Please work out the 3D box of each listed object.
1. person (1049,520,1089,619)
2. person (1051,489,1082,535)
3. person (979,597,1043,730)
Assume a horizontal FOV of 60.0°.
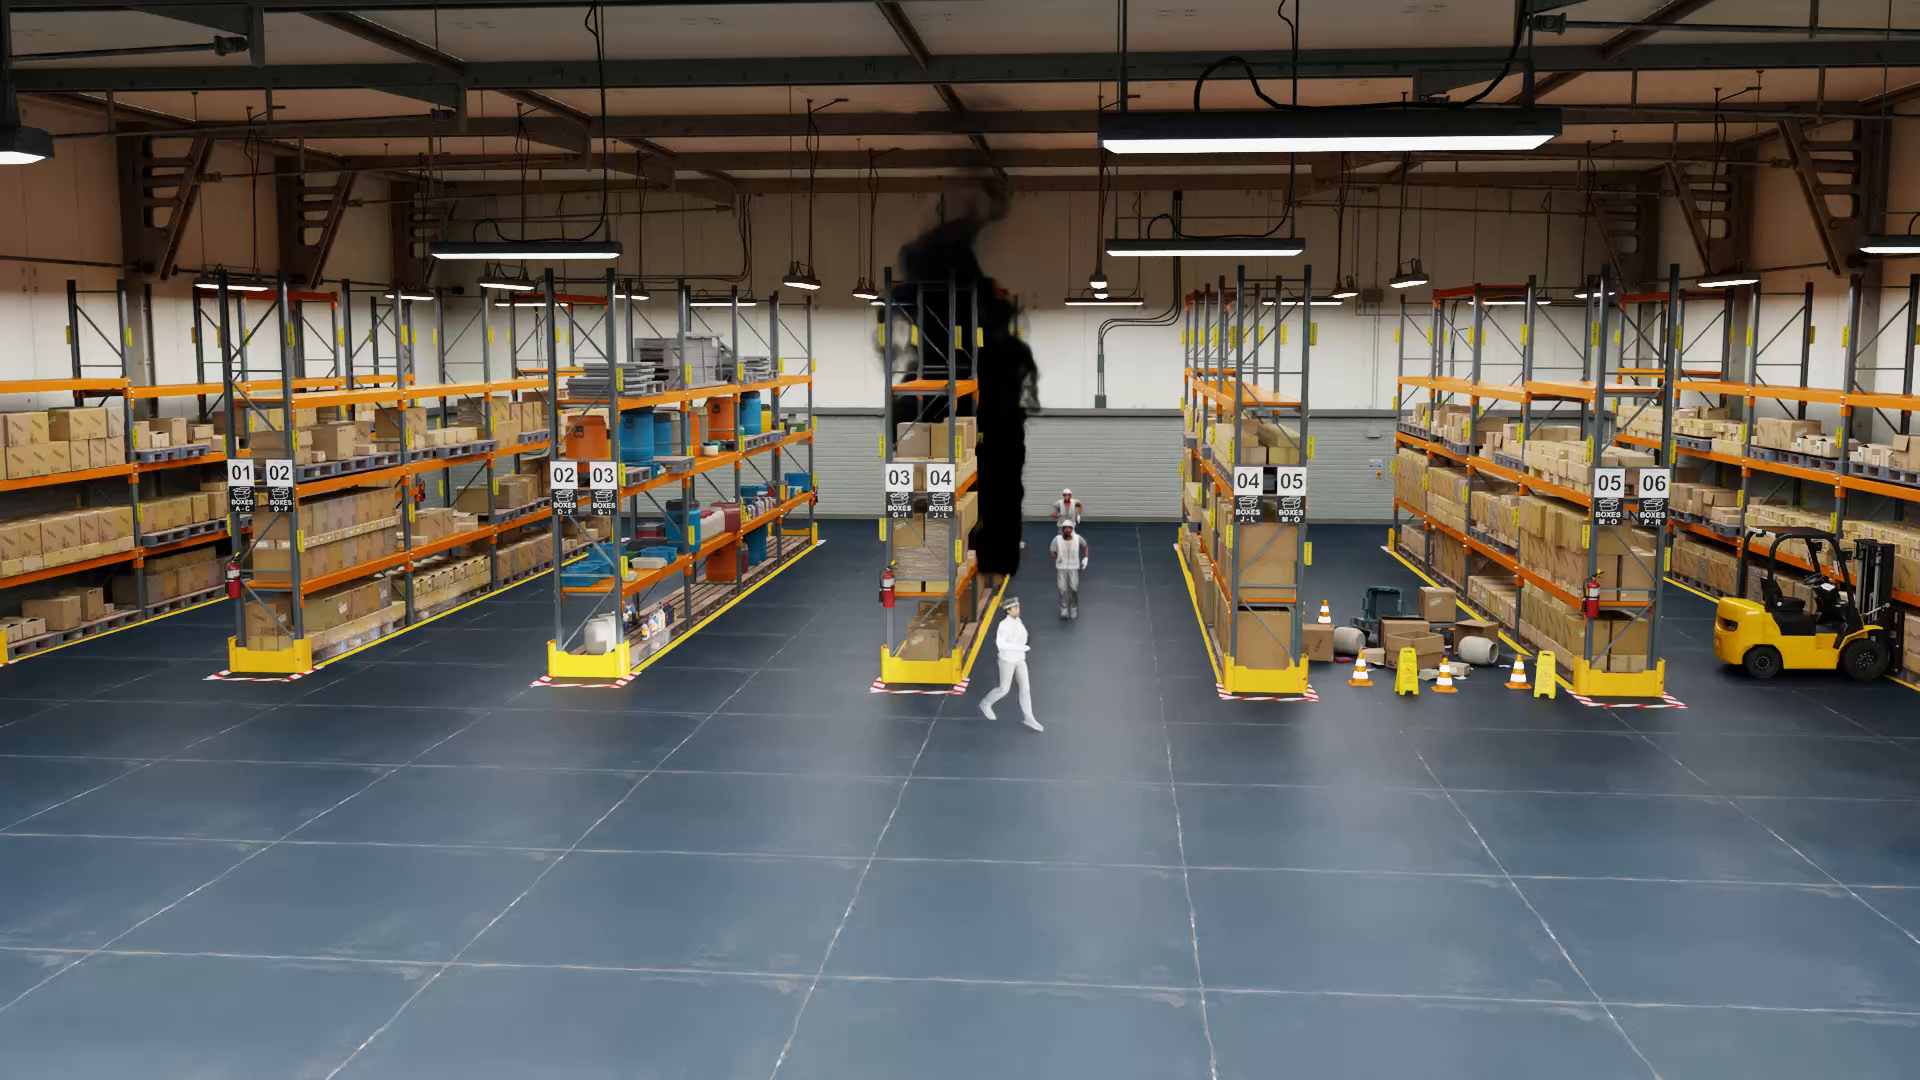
[{"bbox_3d":[1.939,0.539,29.634,0.709,1.791,0.690,0,7,3],"label":"person"},{"bbox_3d":[2.307,-0.245,36.093,0.648,1.794,0.979,1,7,7],"label":"person"},{"bbox_3d":[0.648,1.562,21.345,0.937,1.697,0.618,5,9,38],"label":"person"}]
